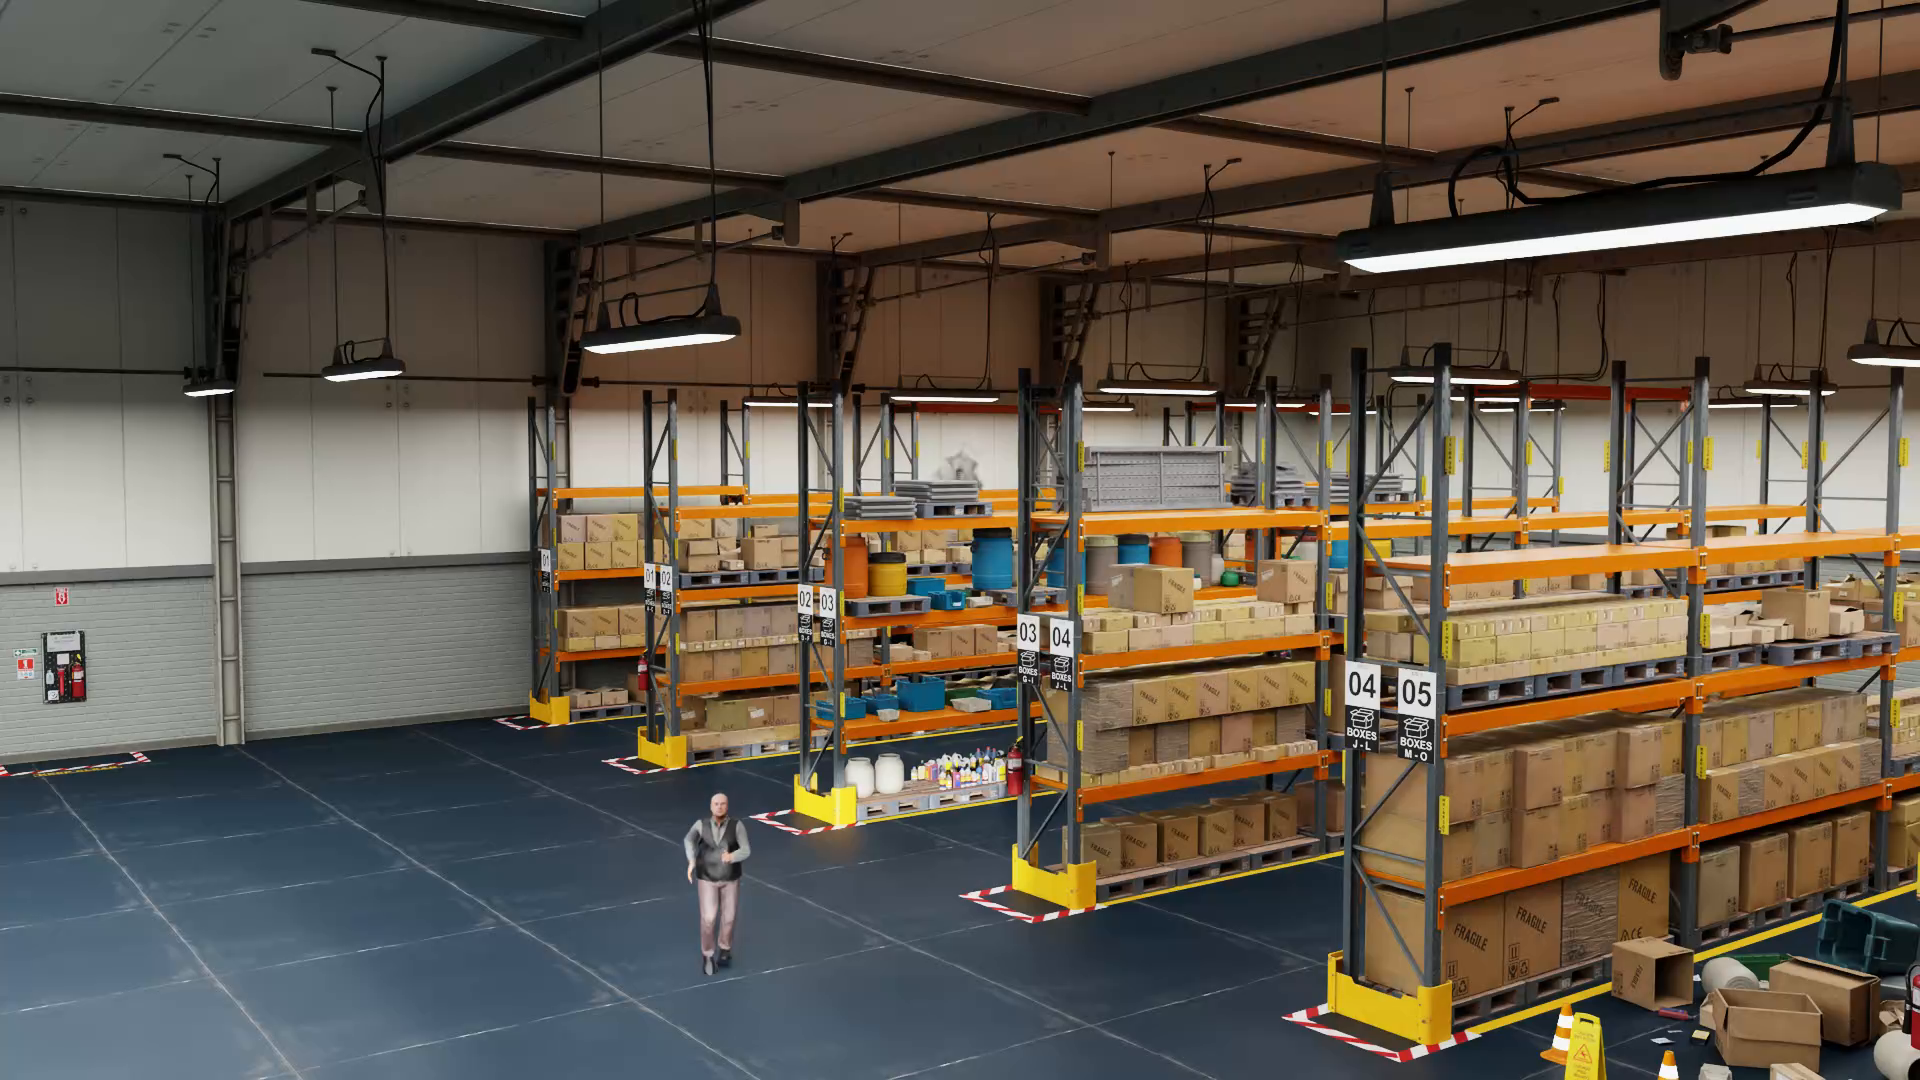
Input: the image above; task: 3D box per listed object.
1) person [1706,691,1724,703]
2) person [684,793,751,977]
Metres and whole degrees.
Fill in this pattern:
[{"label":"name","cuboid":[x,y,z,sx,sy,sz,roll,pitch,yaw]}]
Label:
[{"label":"person","cuboid":[10.525,2.926,23.330,0.664,1.737,0.456,3,5,44]},{"label":"person","cuboid":[-2.356,3.352,16.217,0.629,1.762,0.732,-1,3,-13]}]
